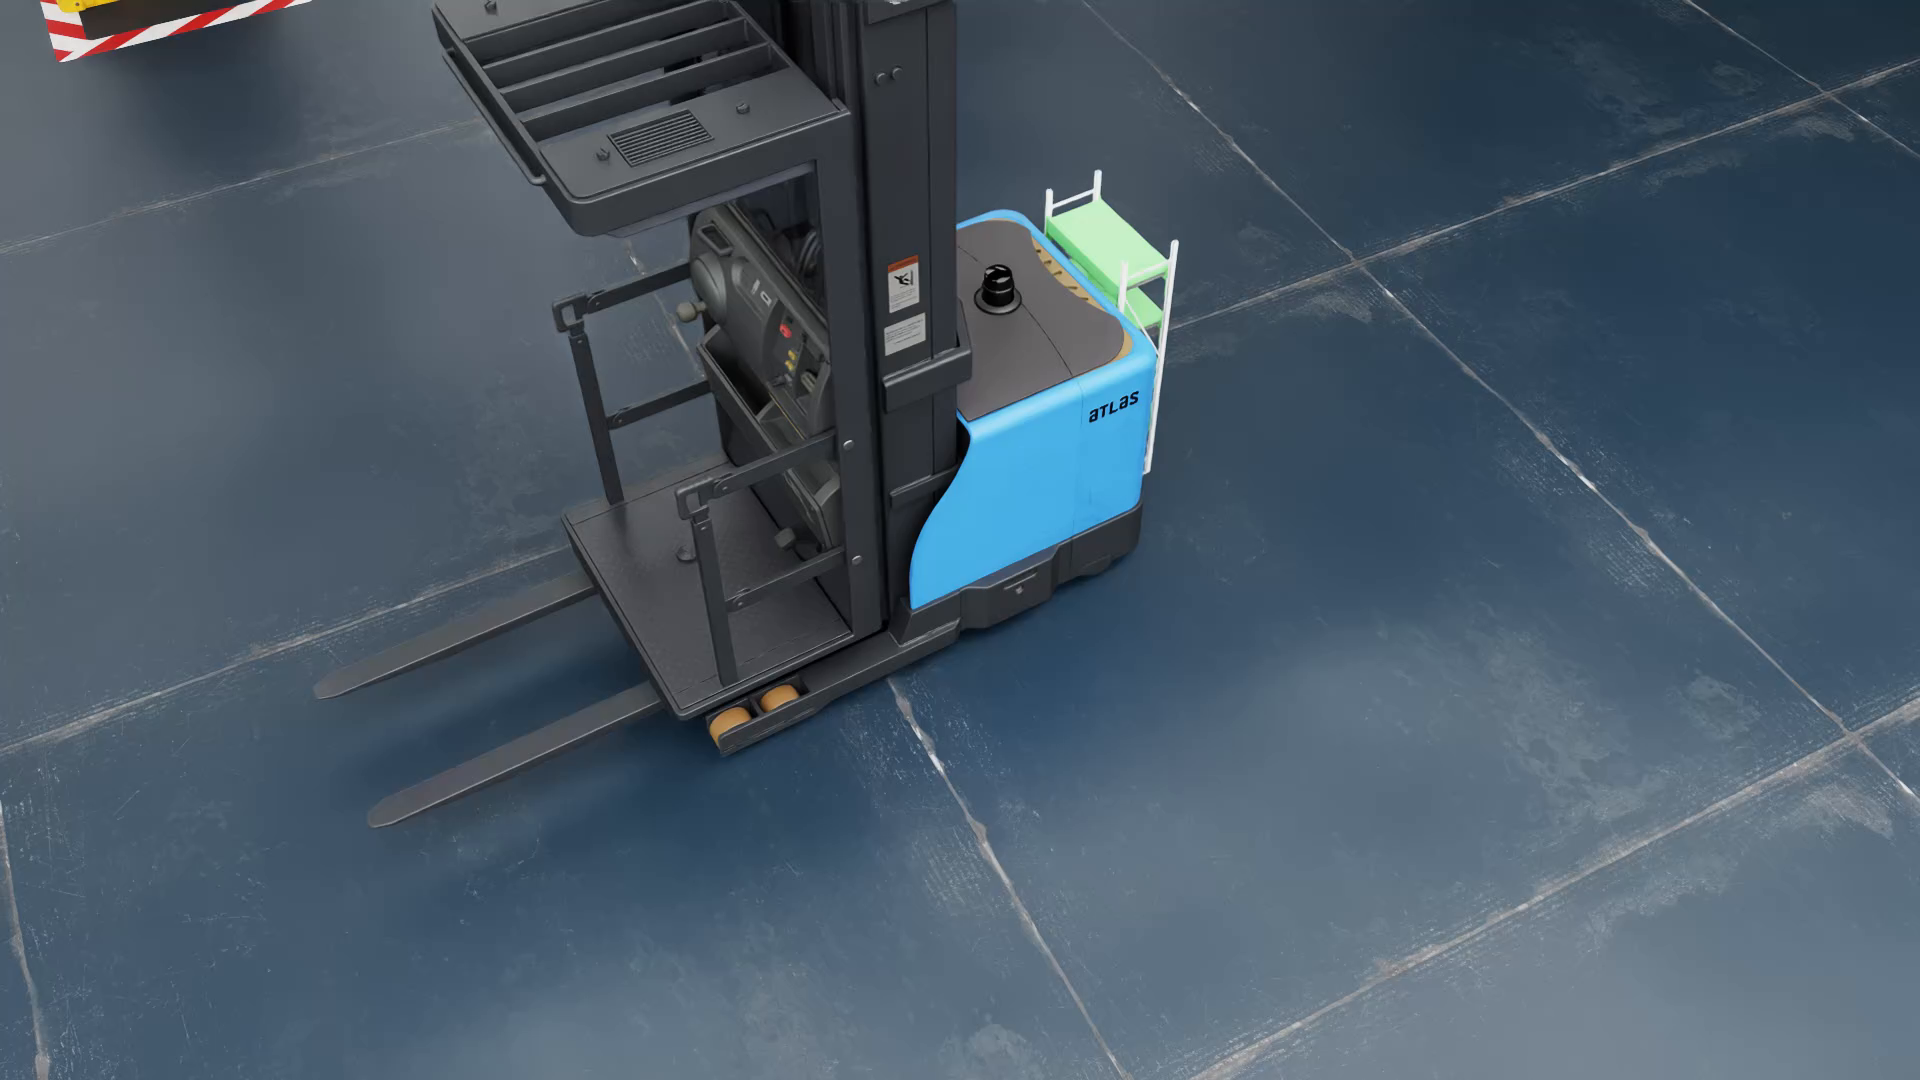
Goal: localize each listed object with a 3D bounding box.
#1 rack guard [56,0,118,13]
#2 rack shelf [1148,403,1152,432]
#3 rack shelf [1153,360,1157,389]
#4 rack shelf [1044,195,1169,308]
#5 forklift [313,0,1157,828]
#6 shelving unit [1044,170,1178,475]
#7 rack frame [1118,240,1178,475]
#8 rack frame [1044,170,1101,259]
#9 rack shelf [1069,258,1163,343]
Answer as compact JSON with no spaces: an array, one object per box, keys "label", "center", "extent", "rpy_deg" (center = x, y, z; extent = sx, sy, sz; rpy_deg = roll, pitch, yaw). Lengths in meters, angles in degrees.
[{"label":"rack guard","center":[-4.515,-3.378,9.265],"extent":[1.175,0.500,0.348],"rpy_deg":[-21,52,-18]},{"label":"rack shelf","center":[0.554,-0.592,6.767],"extent":[0.258,0.148,0.480],"rpy_deg":[-25,53,-20]},{"label":"rack shelf","center":[0.554,-0.750,6.587],"extent":[0.258,0.148,0.480],"rpy_deg":[-25,53,-20]},{"label":"rack shelf","center":[0.554,-1.066,6.225],"extent":[0.258,0.148,0.480],"rpy_deg":[-25,53,-20]},{"label":"forklift","center":[-0.823,-0.663,5.275],"extent":[3.031,2.935,1.130],"rpy_deg":[-24,53,-20]},{"label":"shelving unit","center":[0.554,-0.792,6.539],"extent":[0.258,1.200,0.503],"rpy_deg":[-25,53,-20]},{"label":"rack frame","center":[0.681,-0.636,6.401],"extent":[0.240,1.200,0.015],"rpy_deg":[-25,53,-20]},{"label":"rack frame","center":[0.427,-0.949,6.676],"extent":[0.240,1.200,0.015],"rpy_deg":[-25,53,-20]},{"label":"rack shelf","center":[0.554,-0.908,6.406],"extent":[0.258,0.148,0.480],"rpy_deg":[-25,53,-20]}]
